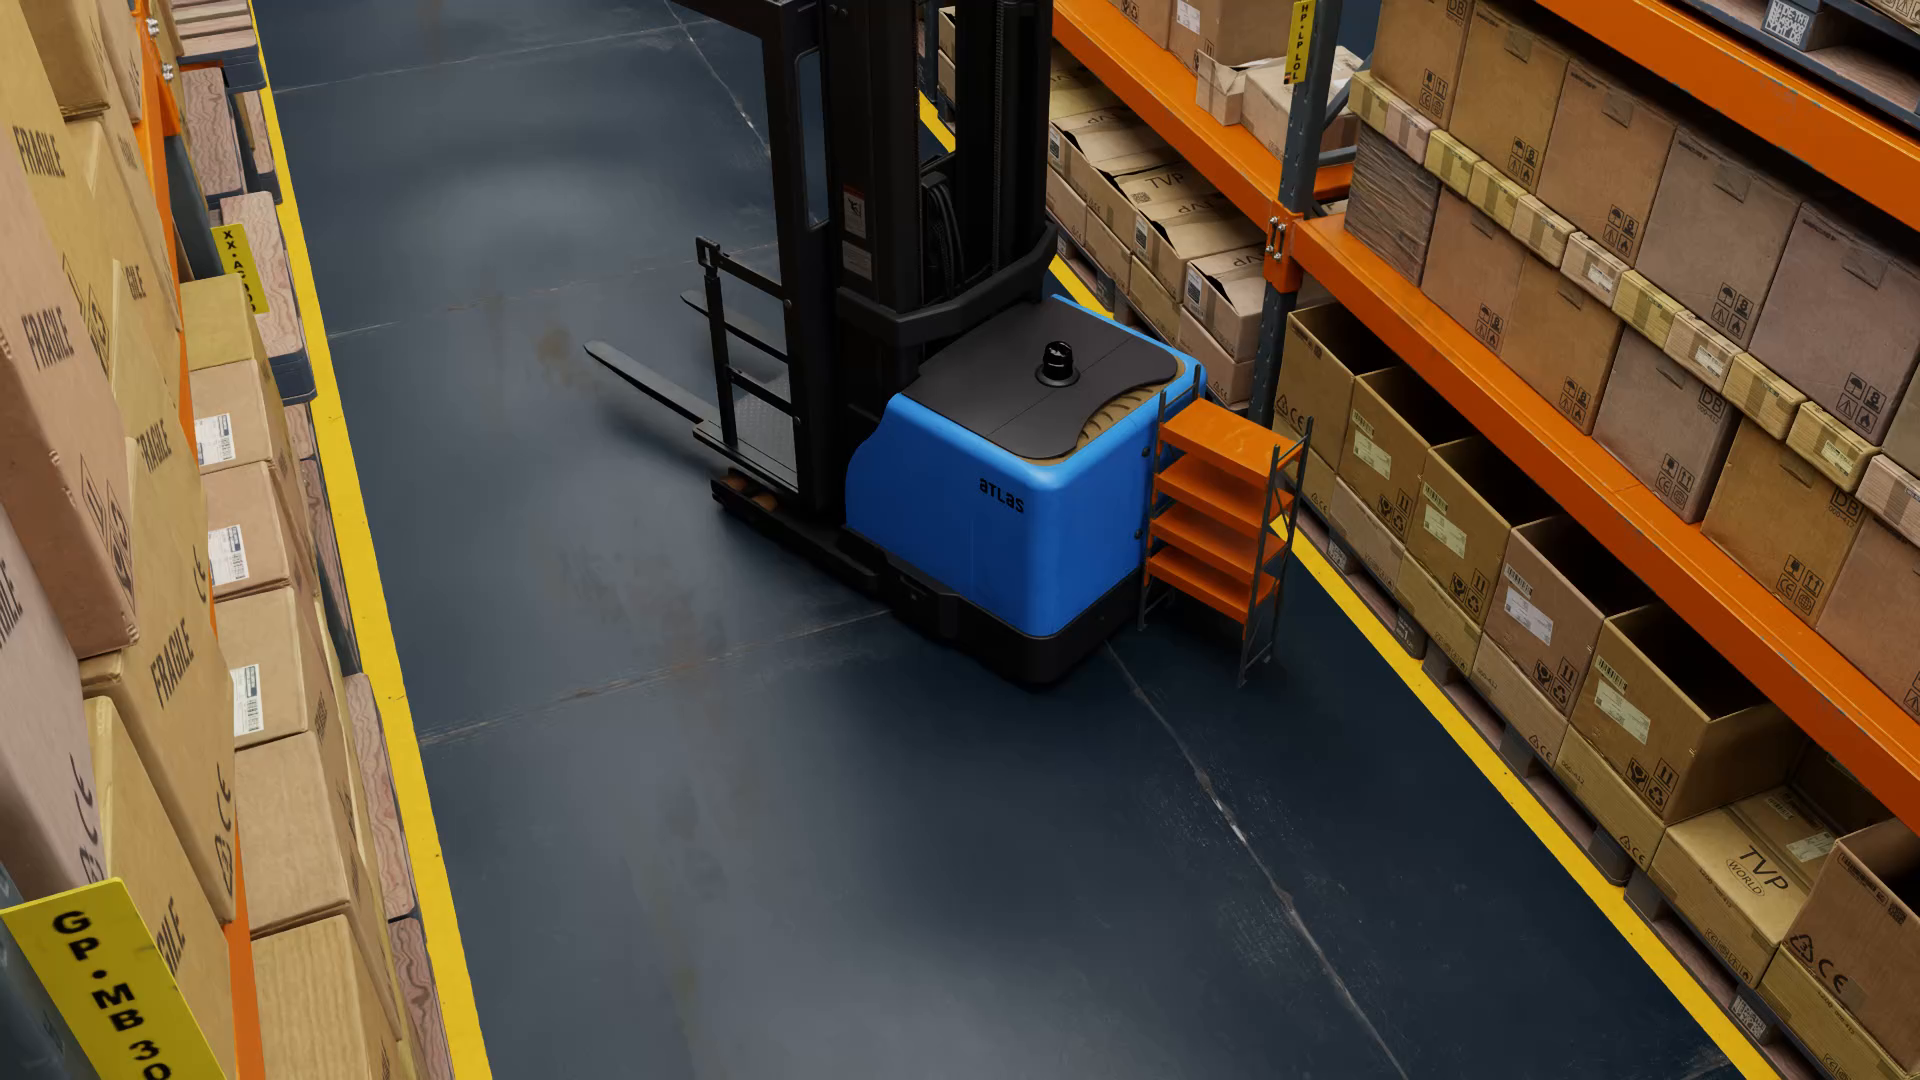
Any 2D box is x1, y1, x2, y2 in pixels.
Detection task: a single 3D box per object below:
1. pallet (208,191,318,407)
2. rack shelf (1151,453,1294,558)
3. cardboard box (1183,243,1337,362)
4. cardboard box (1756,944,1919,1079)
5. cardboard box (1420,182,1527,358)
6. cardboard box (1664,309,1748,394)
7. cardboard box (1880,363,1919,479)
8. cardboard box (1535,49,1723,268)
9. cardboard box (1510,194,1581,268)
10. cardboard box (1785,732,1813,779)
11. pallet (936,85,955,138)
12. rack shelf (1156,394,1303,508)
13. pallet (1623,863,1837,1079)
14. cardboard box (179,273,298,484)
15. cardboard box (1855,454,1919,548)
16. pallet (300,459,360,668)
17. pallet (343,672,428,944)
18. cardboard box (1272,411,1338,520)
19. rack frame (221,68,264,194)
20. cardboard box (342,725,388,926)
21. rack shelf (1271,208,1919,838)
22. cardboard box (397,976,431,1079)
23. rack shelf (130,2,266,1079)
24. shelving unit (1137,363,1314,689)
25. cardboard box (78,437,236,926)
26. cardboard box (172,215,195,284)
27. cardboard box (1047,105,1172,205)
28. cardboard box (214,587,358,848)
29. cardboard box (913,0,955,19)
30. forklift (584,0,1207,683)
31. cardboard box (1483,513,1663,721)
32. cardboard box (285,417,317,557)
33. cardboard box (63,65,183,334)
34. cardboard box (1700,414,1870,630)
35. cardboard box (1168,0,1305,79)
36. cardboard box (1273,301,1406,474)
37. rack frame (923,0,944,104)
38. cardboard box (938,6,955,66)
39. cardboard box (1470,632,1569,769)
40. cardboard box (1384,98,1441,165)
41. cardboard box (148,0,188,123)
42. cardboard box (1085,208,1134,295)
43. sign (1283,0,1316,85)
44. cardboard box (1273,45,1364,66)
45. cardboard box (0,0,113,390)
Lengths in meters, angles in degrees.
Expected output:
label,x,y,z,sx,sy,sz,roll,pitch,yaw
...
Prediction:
label,x,y,z,sx,sy,sz,roll,pitch,yaw
pallet,-2.942,-0.809,6.038,1.003,0.211,1.213,-15,43,-17
rack shelf,0.994,-0.153,6.268,0.480,0.148,0.258,30,49,30
cardboard box,1.371,-1.125,7.615,0.500,0.311,0.500,-15,43,-17
cardboard box,2.843,1.420,5.085,0.500,0.250,0.500,-15,43,-17
cardboard box,2.174,-1.080,6.128,0.700,0.500,0.500,-16,43,-17
cardboard box,2.404,-0.614,5.090,0.380,0.149,0.250,-16,43,-17
cardboard box,2.928,-0.375,4.314,0.700,0.500,0.500,-16,43,-18
cardboard box,2.352,-1.282,5.368,0.700,0.500,0.500,-15,43,-17
cardboard box,2.107,-1.082,5.634,0.380,0.149,0.250,-16,43,-18
cardboard box,2.925,0.408,5.687,0.500,0.500,0.500,-15,43,-17
pallet,0.539,-2.470,9.961,1.003,0.211,1.213,-15,43,-17
rack shelf,0.994,-0.332,6.113,0.480,0.148,0.258,30,49,30
pallet,2.990,1.393,5.468,1.003,0.211,1.213,-15,43,-17
cardboard box,-2.318,-0.413,4.954,0.500,0.500,0.500,-15,43,-17
cardboard box,2.706,-0.144,4.543,0.380,0.149,0.250,-15,43,-16
pallet,-3.084,0.203,6.852,1.003,0.211,1.213,-15,43,-17
pallet,-2.495,1.068,5.847,1.003,0.211,1.213,-15,43,-17
cardboard box,1.688,-0.385,7.184,0.500,0.250,0.500,-15,43,-17
rack frame,-4.315,-2.795,8.200,1.000,3.000,0.127,-15,43,-17
cardboard box,-1.740,0.778,4.145,0.500,0.250,0.500,-15,43,-16
rack shelf,2.556,-0.146,5.671,1.077,0.370,4.000,-15,43,-17
cardboard box,-1.888,1.568,4.706,0.700,0.500,0.500,-18,44,-20
rack shelf,-2.019,-0.045,3.253,1.077,0.370,4.000,-15,43,-17
shelving unit,0.994,-0.034,6.370,0.503,1.200,0.258,30,49,30
cardboard box,-1.323,0.245,2.272,0.500,0.500,0.500,-12,42,-14
cardboard box,-2.948,-0.905,5.588,0.700,0.500,0.500,-15,43,-17
cardboard box,0.789,-2.042,8.681,0.500,0.311,0.500,-16,43,-17
cardboard box,-1.739,0.505,3.886,0.500,0.500,0.500,-14,43,-16
cardboard box,-0.314,-3.757,10.898,0.500,0.500,0.500,-14,43,-15
forklift,-0.463,-1.382,6.609,3.031,2.935,1.130,30,49,30
cardboard box,2.255,0.236,5.887,0.500,0.500,0.500,-15,43,-17
cardboard box,-2.323,-0.126,5.196,0.500,0.250,0.500,-15,43,-17
cardboard box,-1.934,-0.694,3.363,0.500,0.500,0.500,-17,43,-19
cardboard box,2.765,-0.152,5.049,0.700,0.500,0.500,-15,43,-17
cardboard box,1.311,-2.445,7.717,0.500,0.500,0.500,-12,42,-14
cardboard box,1.679,-0.667,6.937,0.500,0.500,0.500,-15,43,-17
rack frame,0.260,-4.033,9.639,1.000,3.000,0.127,-15,43,-17
cardboard box,0.190,-2.974,9.764,0.500,0.311,0.500,-14,43,-15
cardboard box,2.258,0.519,6.132,0.500,0.250,0.500,-15,43,-17
cardboard box,1.811,-1.546,6.173,0.380,0.149,0.250,-14,43,-16
cardboard box,-3.629,-1.974,6.831,0.700,0.500,0.500,-15,43,-17
cardboard box,0.976,-1.531,8.516,0.500,0.250,0.500,-14,43,-16
sign,1.293,-1.891,6.321,0.100,0.325,0.005,-15,43,-17
cardboard box,1.641,-2.113,7.599,0.380,0.149,0.250,-15,43,-17
cardboard box,-1.529,-0.451,2.315,0.500,0.500,0.500,-14,43,-16
